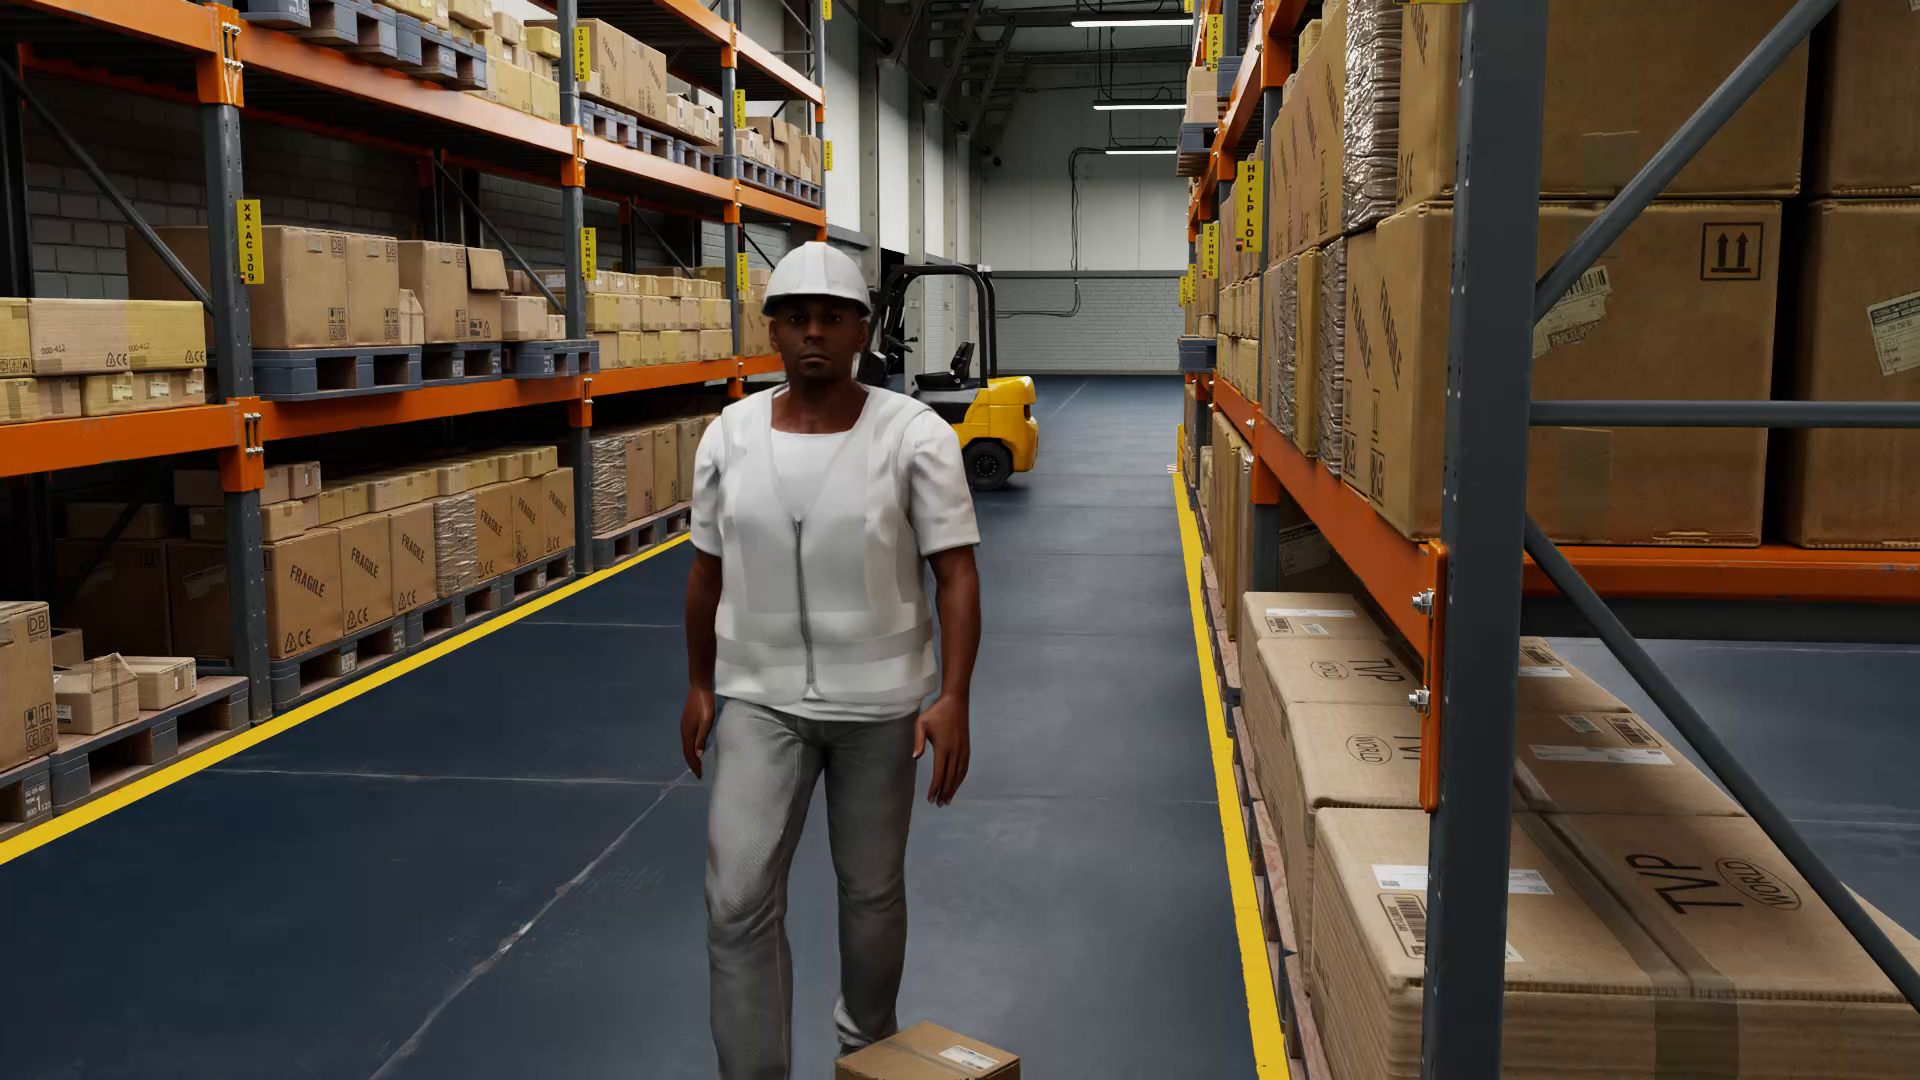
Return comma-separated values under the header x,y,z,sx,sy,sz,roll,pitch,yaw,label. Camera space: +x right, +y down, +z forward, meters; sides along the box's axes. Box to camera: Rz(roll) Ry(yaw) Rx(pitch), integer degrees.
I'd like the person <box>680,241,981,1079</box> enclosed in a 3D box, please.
x,y,z,sx,sy,sz,roll,pitch,yaw,label
-0.273,0.342,3.152,0.626,1.797,0.755,1,8,4,person
